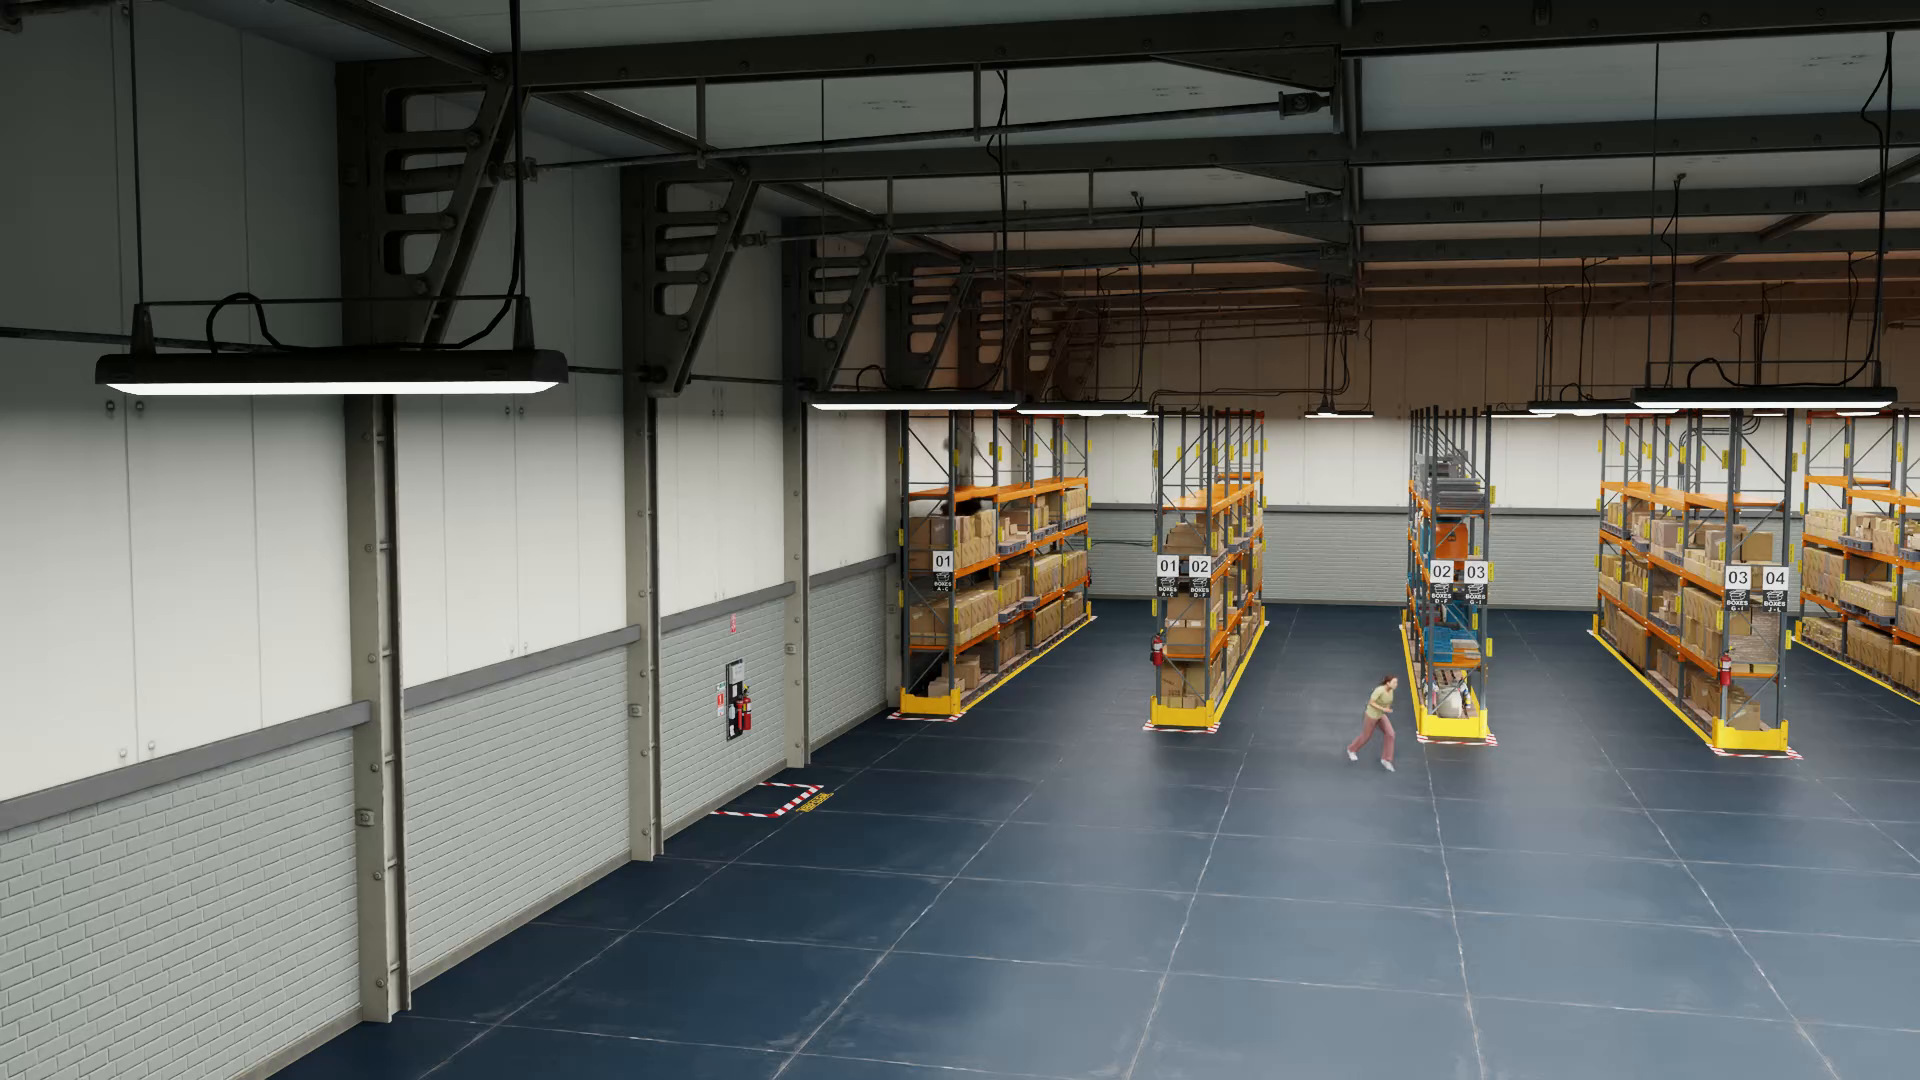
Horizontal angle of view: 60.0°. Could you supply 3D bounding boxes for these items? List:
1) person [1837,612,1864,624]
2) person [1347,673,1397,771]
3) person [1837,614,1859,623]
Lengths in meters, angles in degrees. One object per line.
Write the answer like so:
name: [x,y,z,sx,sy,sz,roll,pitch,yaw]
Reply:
person: [23.871,1.689,44.596,0.818,1.708,0.587,-1,4,-10]
person: [6.830,2.976,27.563,0.619,1.626,0.960,-4,6,-42]
person: [23.525,1.788,44.006,0.601,1.581,0.608,-2,5,-28]
